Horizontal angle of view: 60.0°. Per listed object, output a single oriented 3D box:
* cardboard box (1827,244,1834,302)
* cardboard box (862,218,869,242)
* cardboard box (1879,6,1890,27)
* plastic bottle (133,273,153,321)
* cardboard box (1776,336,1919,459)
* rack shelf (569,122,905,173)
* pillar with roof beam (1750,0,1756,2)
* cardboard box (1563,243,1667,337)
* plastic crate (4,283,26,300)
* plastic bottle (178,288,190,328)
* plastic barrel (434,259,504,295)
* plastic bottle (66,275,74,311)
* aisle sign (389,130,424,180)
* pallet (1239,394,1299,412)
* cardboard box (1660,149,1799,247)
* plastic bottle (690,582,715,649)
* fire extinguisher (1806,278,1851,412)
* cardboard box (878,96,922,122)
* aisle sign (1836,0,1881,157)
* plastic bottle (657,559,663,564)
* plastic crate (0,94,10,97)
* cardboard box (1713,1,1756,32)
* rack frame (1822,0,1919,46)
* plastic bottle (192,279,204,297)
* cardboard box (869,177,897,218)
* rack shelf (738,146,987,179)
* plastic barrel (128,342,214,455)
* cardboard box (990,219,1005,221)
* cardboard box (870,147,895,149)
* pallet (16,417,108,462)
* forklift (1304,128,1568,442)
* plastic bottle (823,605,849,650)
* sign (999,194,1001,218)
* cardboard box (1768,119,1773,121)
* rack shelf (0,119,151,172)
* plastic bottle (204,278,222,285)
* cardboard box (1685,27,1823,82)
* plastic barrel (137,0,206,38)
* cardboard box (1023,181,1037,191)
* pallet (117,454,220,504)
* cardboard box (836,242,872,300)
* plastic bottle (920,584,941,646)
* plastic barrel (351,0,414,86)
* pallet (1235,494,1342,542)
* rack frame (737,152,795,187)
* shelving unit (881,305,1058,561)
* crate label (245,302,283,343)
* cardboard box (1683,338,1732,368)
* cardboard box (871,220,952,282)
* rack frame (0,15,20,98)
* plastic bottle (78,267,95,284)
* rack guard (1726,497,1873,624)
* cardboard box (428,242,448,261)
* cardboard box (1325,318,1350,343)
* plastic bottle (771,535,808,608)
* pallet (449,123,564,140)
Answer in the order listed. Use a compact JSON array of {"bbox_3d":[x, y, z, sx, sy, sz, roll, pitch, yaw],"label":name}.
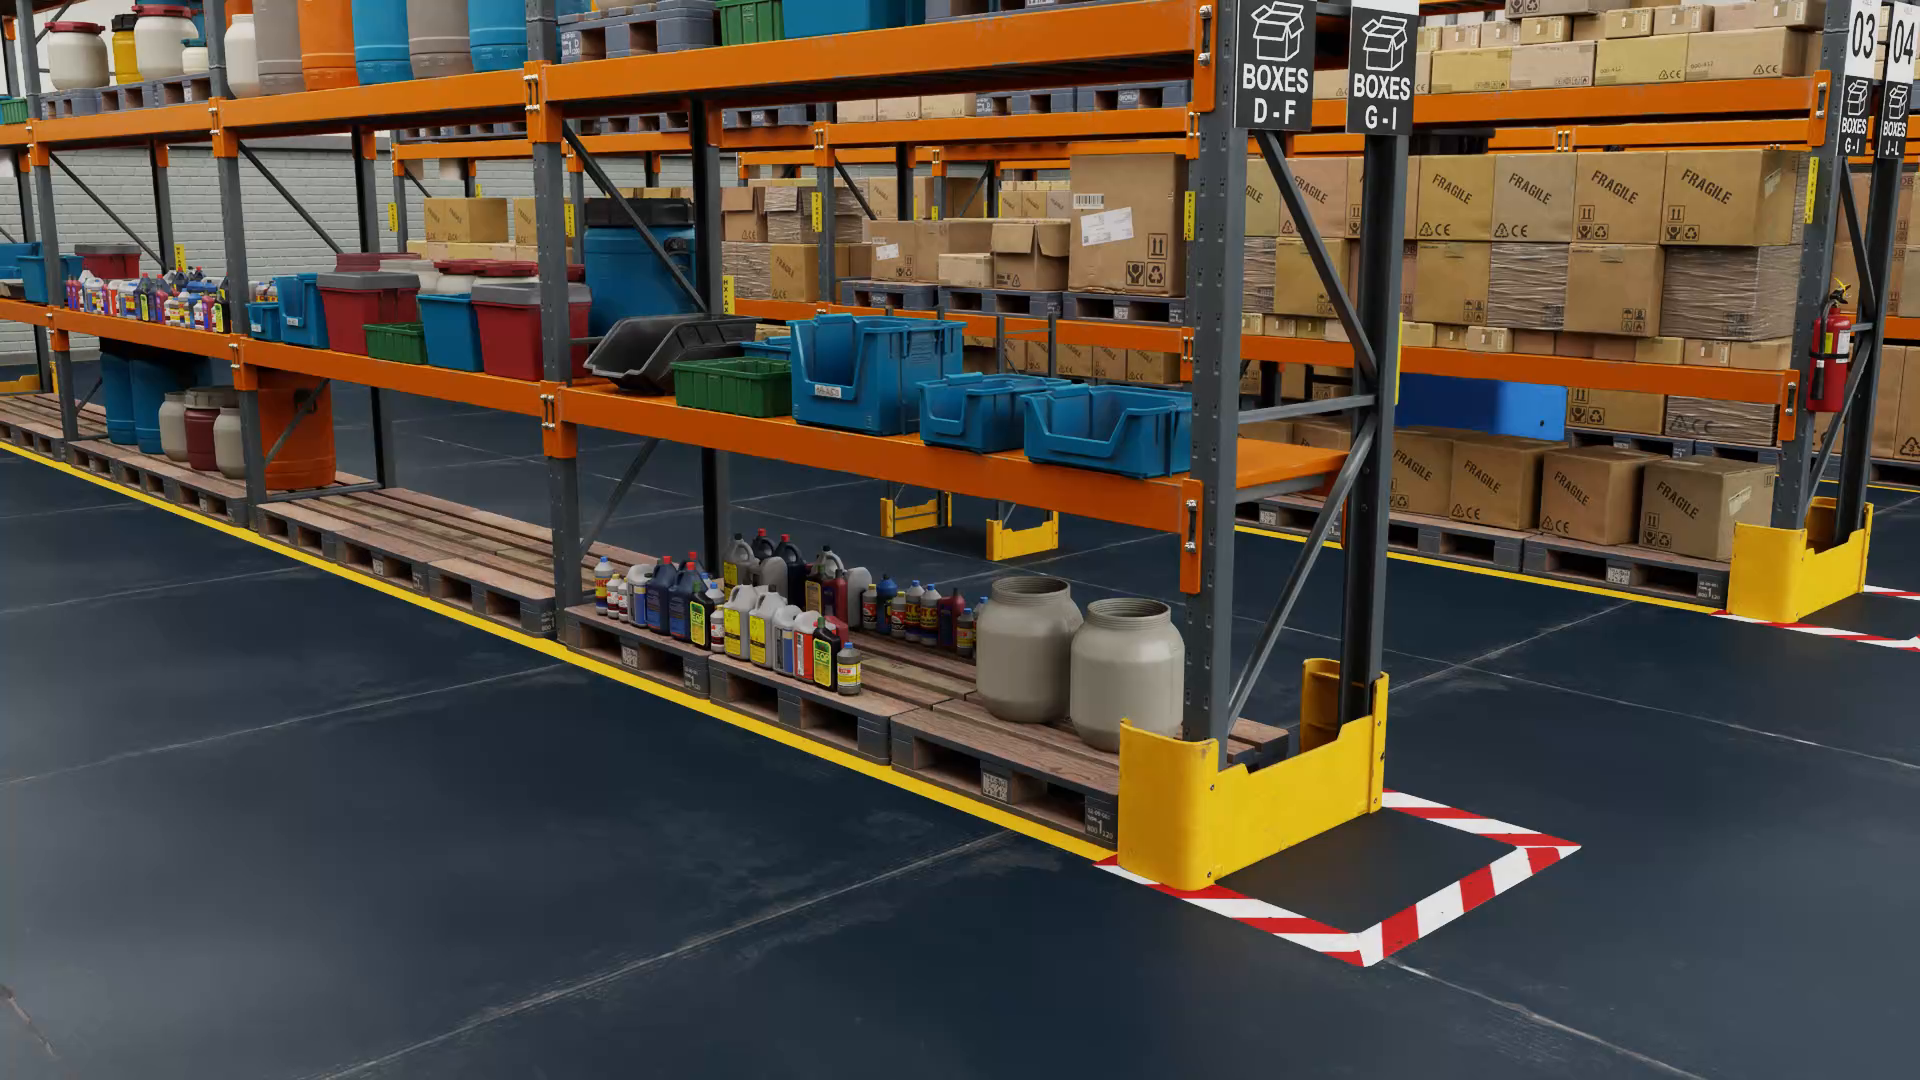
[{"bbox_3d":[6.994,-2.164,13.609,0.875,0.550,0.500,-11,16,-43],"label":"cardboard box"},{"bbox_3d":[-1.155,-3.920,21.522,0.500,0.500,0.500,-11,16,-43],"label":"cardboard box"},{"bbox_3d":[7.015,-3.973,12.688,0.380,0.149,0.250,-11,16,-43],"label":"cardboard box"},{"bbox_3d":[-6.070,-1.813,12.401,0.144,0.351,0.185,-11,16,-43],"label":"plastic bottle"},{"bbox_3d":[7.245,-1.177,13.418,0.875,0.875,0.875,-11,16,-43],"label":"cardboard box"},{"bbox_3d":[-2.192,-3.694,15.759,1.077,0.370,4.000,-11,16,-43],"label":"rack shelf"},{"bbox_3d":[8.382,-6.633,20.804,9.100,9.000,0.400,-11,16,-43],"label":"pillar with roof beam"},{"bbox_3d":[3.921,-1.453,9.546,0.875,0.500,0.500,-11,16,-43],"label":"cardboard box"},{"bbox_3d":[-8.123,-2.200,14.688,0.437,0.125,0.590,-11,16,-43],"label":"plastic crate"},{"bbox_3d":[-5.476,-1.642,11.766,0.097,0.271,0.097,0,12,0],"label":"plastic bottle"},{"bbox_3d":[-2.939,-1.419,10.027,0.433,0.535,0.433,0,12,0],"label":"plastic barrel"},{"bbox_3d":[-7.211,-2.009,13.519,0.061,0.283,0.133,-11,16,-43],"label":"plastic bottle"},{"bbox_3d":[-6.603,-4.695,19.825,0.394,0.787,0.004,-11,16,-43],"label":"aisle sign"},{"bbox_3d":[3.336,-1.471,17.527,1.003,0.211,1.213,-11,16,-43],"label":"pallet"},{"bbox_3d":[4.155,-1.848,8.986,0.500,0.500,0.500,-11,16,-43],"label":"cardboard box"},{"bbox_3d":[-1.160,0.336,7.487,0.061,0.283,0.133,-10,15,-40],"label":"plastic bottle"},{"bbox_3d":[4.459,-0.999,8.520,0.296,0.674,0.183,-11,16,-43],"label":"fire extinguisher"},{"bbox_3d":[-0.317,-3.502,13.415,0.500,0.250,0.500,-10,16,-41],"label":"cardboard box"},{"bbox_3d":[4.539,-2.341,8.396,0.394,0.787,0.004,-11,16,-43],"label":"aisle sign"},{"bbox_3d":[-1.409,0.239,7.958,0.061,0.283,0.133,-11,16,-43],"label":"plastic bottle"},{"bbox_3d":[-9.062,-3.940,15.324,0.504,0.338,0.767,-11,16,-43],"label":"plastic crate"},{"bbox_3d":[4.201,-2.760,8.827,0.250,0.149,0.380,11,16,43],"label":"cardboard box"},{"bbox_3d":[4.713,-4.056,8.300,1.000,3.000,0.127,-11,16,-43],"label":"rack frame"},{"bbox_3d":[-6.034,-1.937,13.199,0.097,0.271,0.097,0,12,0],"label":"plastic bottle"},{"bbox_3d":[-0.798,-4.336,21.060,0.500,0.500,0.500,11,16,43],"label":"cardboard box"},{"bbox_3d":[-1.298,-4.955,21.875,1.077,0.370,4.000,-11,16,-43],"label":"rack shelf"},{"bbox_3d":[-6.303,-1.172,13.326,0.600,0.901,0.708,-11,16,-43],"label":"plastic barrel"},{"bbox_3d":[0.566,-3.684,19.466,0.380,0.149,0.250,-11,16,-43],"label":"cardboard box"},{"bbox_3d":[-0.787,-5.050,20.928,0.500,0.250,0.500,-11,16,-43],"label":"cardboard box"},{"bbox_3d":[-7.692,-0.915,14.831,1.003,0.211,1.213,-11,16,-43],"label":"pallet"},{"bbox_3d":[3.406,-2.058,13.639,1.130,2.935,3.031,-11,16,-42],"label":"forklift"},{"bbox_3d":[-0.532,0.425,7.058,0.061,0.283,0.133,-11,16,-43],"label":"plastic bottle"},{"bbox_3d":[0.482,-4.191,20.950,0.100,0.325,0.005,-11,16,-43],"label":"sign"},{"bbox_3d":[9.005,-4.825,18.796,0.500,0.250,0.500,11,16,44],"label":"cardboard box"},{"bbox_3d":[-8.537,-3.588,15.242,1.077,0.370,4.000,-11,16,-43],"label":"rack shelf"},{"bbox_3d":[-5.956,-1.959,13.296,0.152,0.276,0.135,-11,16,-43],"label":"plastic bottle"},{"bbox_3d":[4.197,-2.549,8.787,0.500,0.250,0.500,-10,16,-41],"label":"cardboard box"},{"bbox_3d":[-5.867,-3.872,12.554,0.600,0.901,0.708,-11,16,-43],"label":"plastic barrel"},{"bbox_3d":[1.205,-5.518,25.927,0.380,0.149,0.250,-10,15,-41],"label":"cardboard box"},{"bbox_3d":[-5.806,-0.517,12.897,1.003,0.211,1.213,-11,16,-43],"label":"pallet"},{"bbox_3d":[-0.950,-2.443,15.090,0.500,0.500,0.500,-10,15,-41],"label":"cardboard box"},{"bbox_3d":[-0.132,0.335,7.524,0.097,0.271,0.097,0,12,0],"label":"plastic bottle"},{"bbox_3d":[-3.043,-2.961,9.175,0.600,0.901,0.708,-11,16,-43],"label":"plastic barrel"},{"bbox_3d":[2.440,-0.243,11.568,1.003,0.211,1.213,-11,16,-43],"label":"pallet"},{"bbox_3d":[-2.679,-4.130,23.522,1.000,3.000,0.127,-11,16,-43],"label":"rack frame"},{"bbox_3d":[0.053,-0.723,10.706,0.587,1.500,1.083,-11,16,-43],"label":"shelving unit"},{"bbox_3d":[-4.374,-1.400,10.687,0.303,0.233,0.416,-11,16,-43],"label":"crate label"},{"bbox_3d":[4.195,-1.044,9.170,0.380,0.149,0.250,-11,16,-43],"label":"cardboard box"},{"bbox_3d":[-0.409,-2.467,14.164,0.500,0.500,0.500,9,15,38],"label":"cardboard box"},{"bbox_3d":[-9.918,-5.701,16.283,1.000,3.000,0.127,-11,16,-43],"label":"rack frame"},{"bbox_3d":[-7.119,-2.053,13.563,0.144,0.351,0.185,-11,16,-43],"label":"plastic bottle"},{"bbox_3d":[4.661,0.095,9.211,1.175,0.500,0.348,-11,16,-43],"label":"rack guard"},{"bbox_3d":[-5.836,-3.343,19.338,0.500,0.250,0.500,-11,16,-43],"label":"cardboard box"},{"bbox_3d":[2.560,-1.357,10.688,0.380,0.149,0.250,-11,16,-43],"label":"cardboard box"},{"bbox_3d":[-0.845,0.152,8.214,0.185,0.351,0.144,11,16,42],"label":"plastic bottle"},{"bbox_3d":[-4.969,-4.594,18.562,1.003,0.211,1.213,-11,16,-43],"label":"pallet"}]
